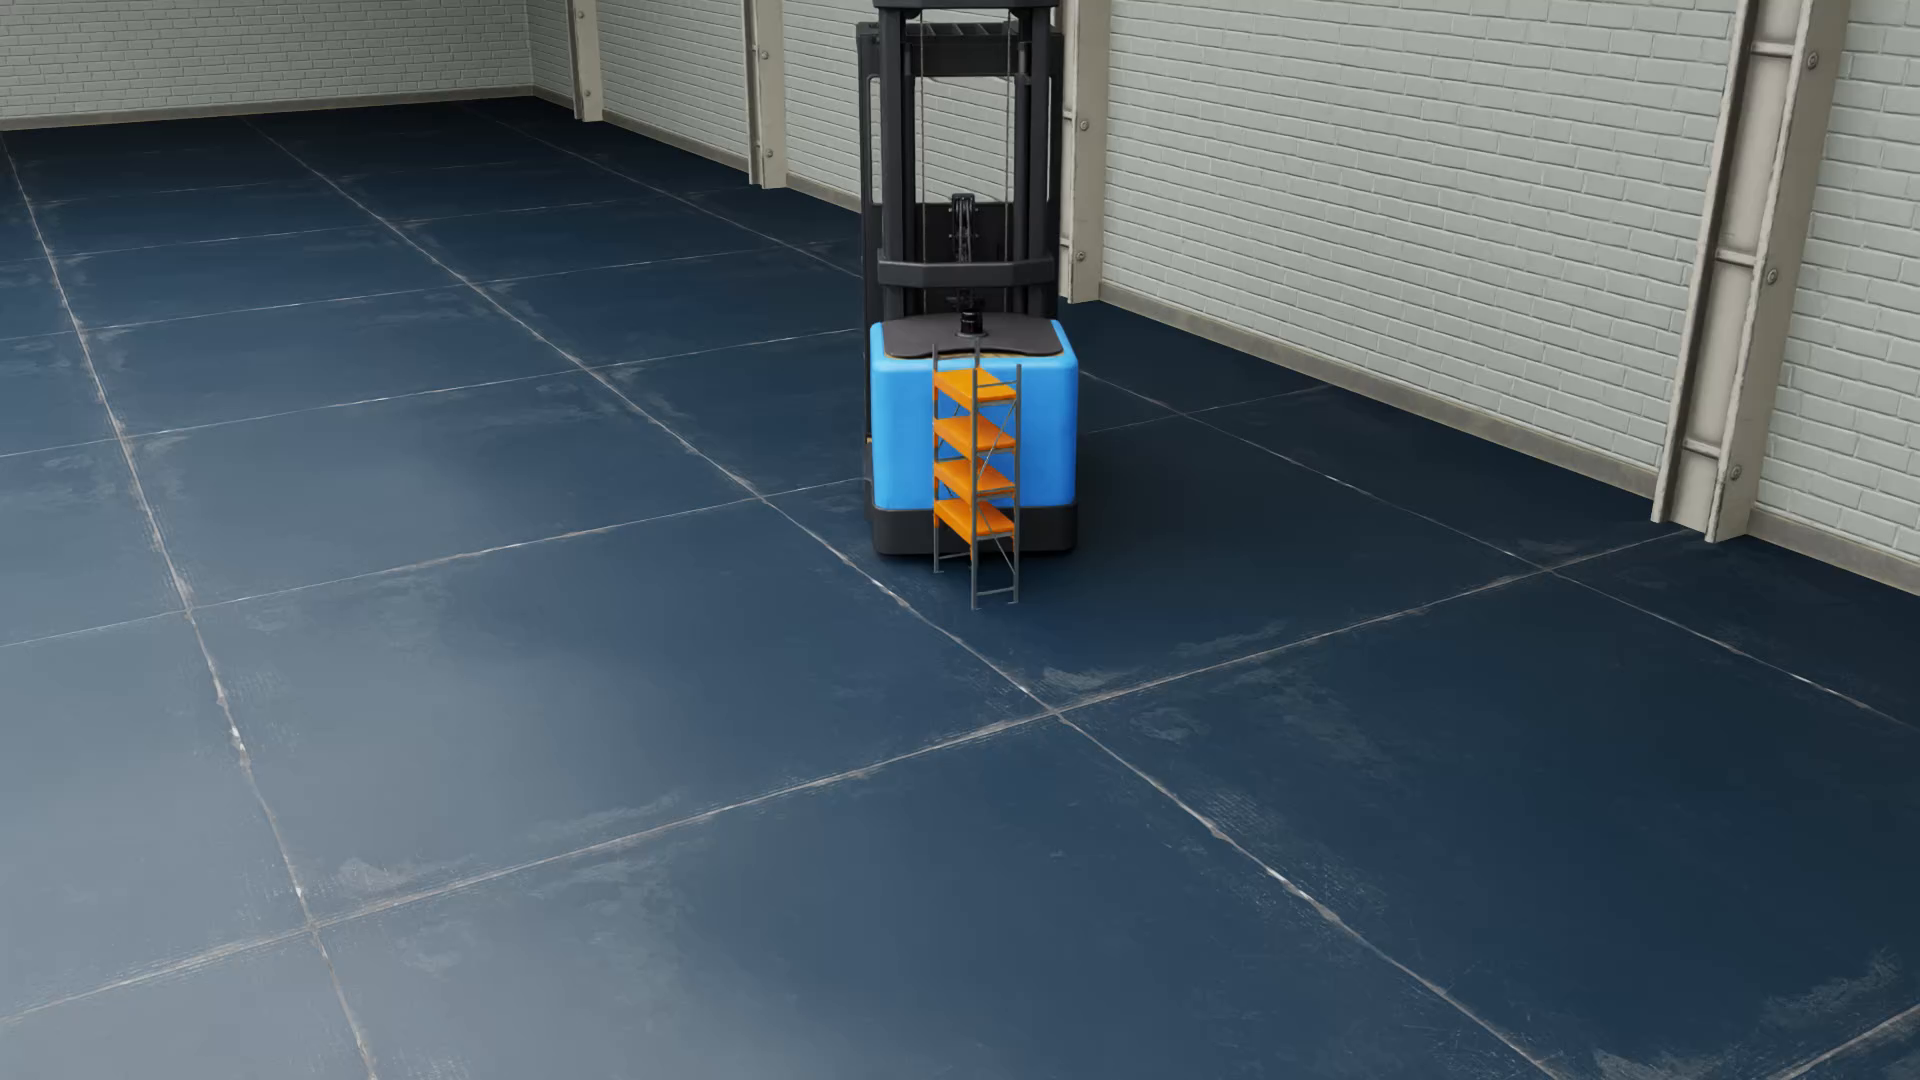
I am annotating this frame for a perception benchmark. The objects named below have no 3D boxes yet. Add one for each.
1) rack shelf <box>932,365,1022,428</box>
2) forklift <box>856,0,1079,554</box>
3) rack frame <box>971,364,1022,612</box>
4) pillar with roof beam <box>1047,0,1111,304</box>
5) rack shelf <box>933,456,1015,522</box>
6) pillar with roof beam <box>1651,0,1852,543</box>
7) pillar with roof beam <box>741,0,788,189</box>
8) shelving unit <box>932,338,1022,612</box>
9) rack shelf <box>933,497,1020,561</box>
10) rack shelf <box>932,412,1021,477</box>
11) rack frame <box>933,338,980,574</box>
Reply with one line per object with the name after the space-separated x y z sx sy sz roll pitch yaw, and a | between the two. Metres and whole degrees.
0.075 -0.681 7.850 0.258 0.148 0.480 -9 24 -21 | rack shelf
-0.014 -1.796 9.339 1.130 2.935 3.031 -1 22 -4 | forklift
0.168 -0.232 7.789 0.240 1.200 0.015 -9 24 -21 | rack frame
-2.765 -5.358 10.044 9.100 9.000 0.400 -13 25 -28 | pillar with roof beam
0.075 -0.255 8.023 0.258 0.148 0.480 -9 24 -21 | rack shelf
0.300 -3.416 5.265 9.100 9.000 0.400 -13 25 -28 | pillar with roof beam
-5.830 -7.301 14.822 9.100 9.000 0.400 -13 25 -28 | pillar with roof beam
0.075 -0.317 7.998 0.258 1.200 0.503 -9 24 -21 | shelving unit
0.075 -0.071 8.098 0.258 0.148 0.480 -9 24 -21 | rack shelf
0.075 -0.462 7.939 0.258 0.148 0.480 -9 24 -21 | rack shelf
-0.017 -0.402 8.207 0.240 1.200 0.015 -9 24 -21 | rack frame
